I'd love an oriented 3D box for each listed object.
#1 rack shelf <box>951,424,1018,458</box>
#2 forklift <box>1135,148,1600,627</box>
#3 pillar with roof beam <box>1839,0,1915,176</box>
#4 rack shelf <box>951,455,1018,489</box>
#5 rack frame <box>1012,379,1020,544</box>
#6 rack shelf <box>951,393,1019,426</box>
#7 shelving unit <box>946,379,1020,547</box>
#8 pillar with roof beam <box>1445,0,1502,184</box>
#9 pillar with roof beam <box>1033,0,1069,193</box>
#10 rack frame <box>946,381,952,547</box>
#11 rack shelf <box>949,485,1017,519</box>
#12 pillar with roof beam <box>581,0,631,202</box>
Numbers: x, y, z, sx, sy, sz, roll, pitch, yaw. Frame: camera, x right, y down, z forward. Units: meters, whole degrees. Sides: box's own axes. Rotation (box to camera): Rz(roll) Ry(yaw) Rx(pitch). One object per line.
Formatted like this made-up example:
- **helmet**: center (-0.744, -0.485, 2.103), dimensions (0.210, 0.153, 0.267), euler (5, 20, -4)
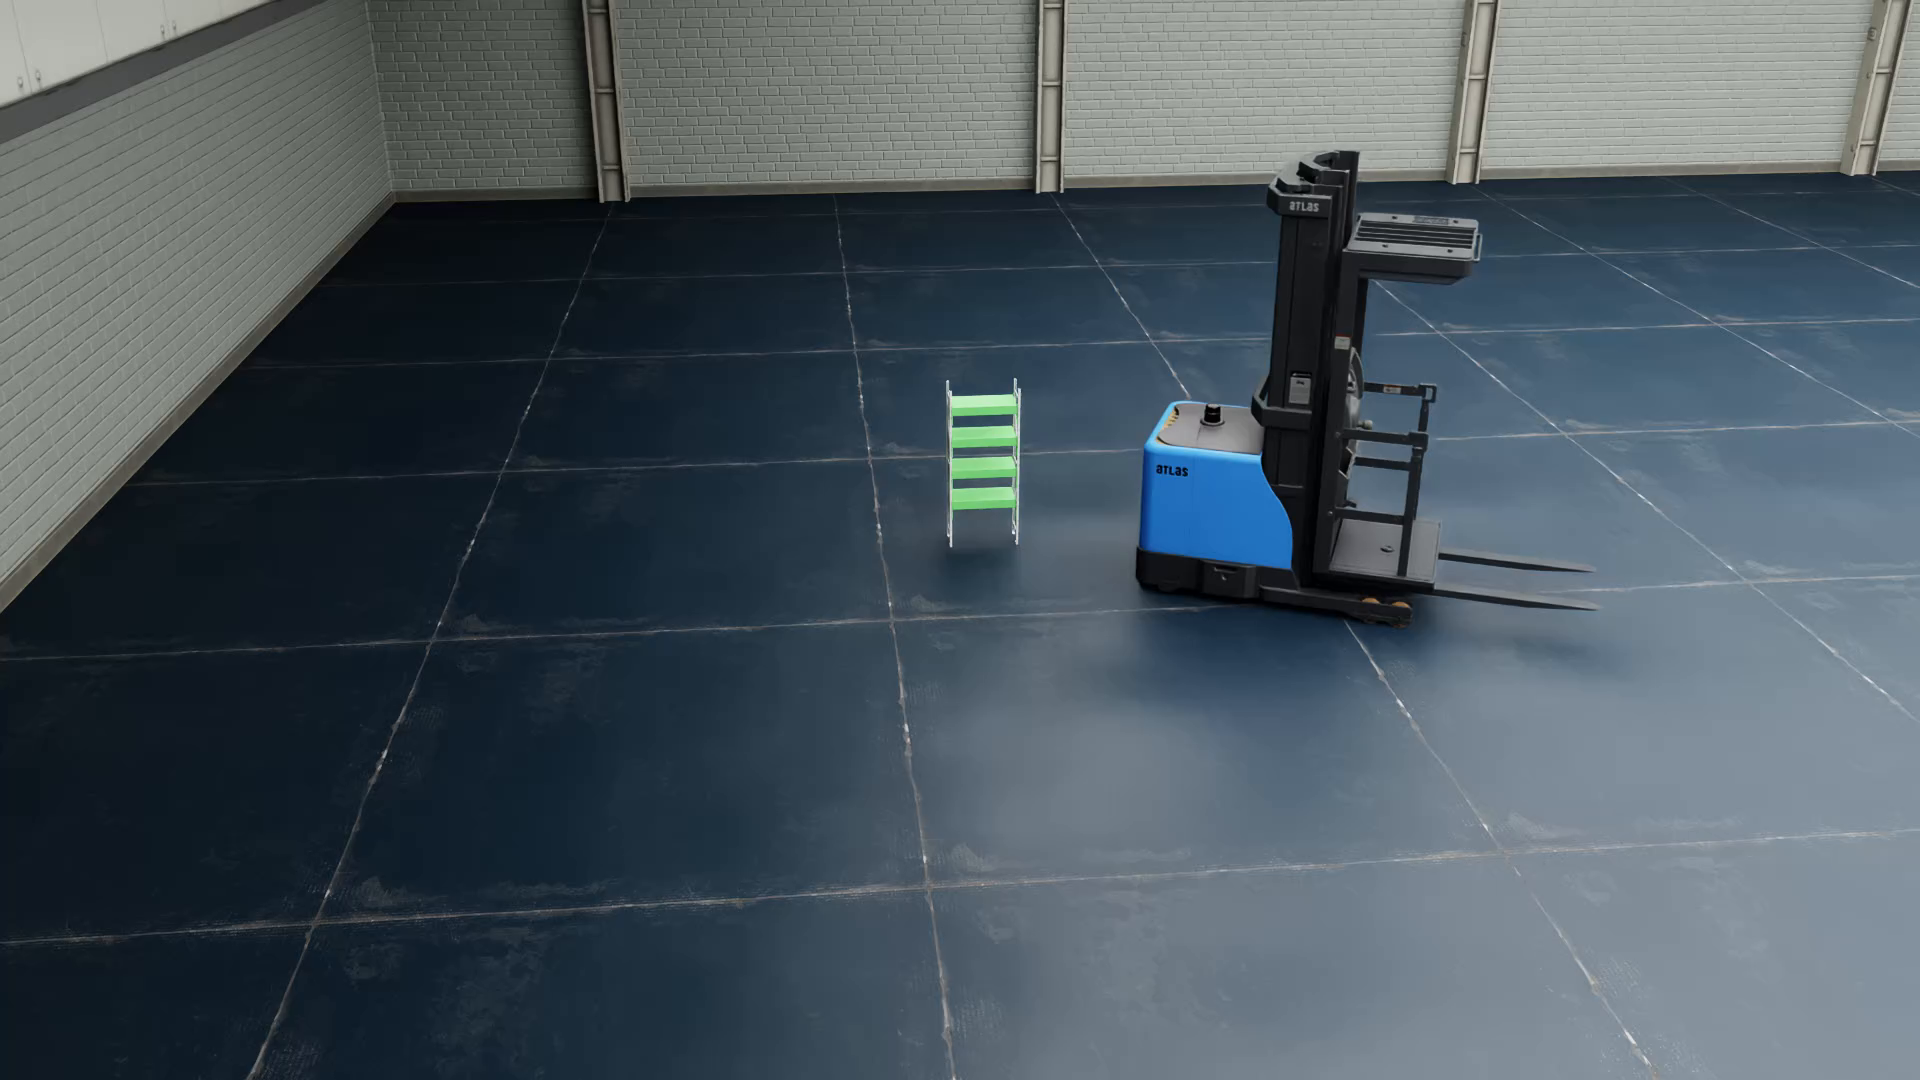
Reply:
- **rack shelf**: center (0.165, -0.716, 12.010), dimensions (0.480, 0.148, 0.258), euler (-2, 24, -5)
- **forklift**: center (2.793, -1.003, 10.957), dimensions (3.031, 2.935, 1.130), euler (7, 25, 16)
- **pillar with roof beam**: center (13.603, -7.761, 18.693), dimensions (0.400, 9.000, 9.100), euler (-2, 24, -5)
- **rack shelf**: center (0.165, -0.496, 12.107), dimensions (0.480, 0.148, 0.258), euler (-2, 24, -5)
- **rack frame**: center (0.408, -0.565, 12.103), dimensions (0.015, 1.200, 0.240), euler (-2, 24, -5)
- **rack shelf**: center (0.165, -0.935, 11.912), dimensions (0.480, 0.148, 0.258), euler (-2, 24, -5)
- **shelving unit**: center (0.165, -0.555, 12.081), dimensions (0.503, 1.200, 0.258), euler (-2, 24, -5)
- **pillar with roof beam**: center (7.632, -7.522, 18.154), dimensions (0.400, 9.000, 9.100), euler (-2, 24, -5)
- **pillar with roof beam**: center (1.661, -7.282, 17.615), dimensions (0.400, 9.000, 9.100), euler (-2, 24, -5)
- **rack frame**: center (-0.078, -0.545, 12.060), dimensions (0.015, 1.200, 0.240), euler (-2, 24, -5)
- **rack shelf**: center (0.165, -0.277, 12.205), dimensions (0.480, 0.148, 0.258), euler (-2, 24, -5)
- **pillar with roof beam**: center (-4.310, -7.043, 17.076), dimensions (0.400, 9.000, 9.100), euler (-2, 24, -5)
